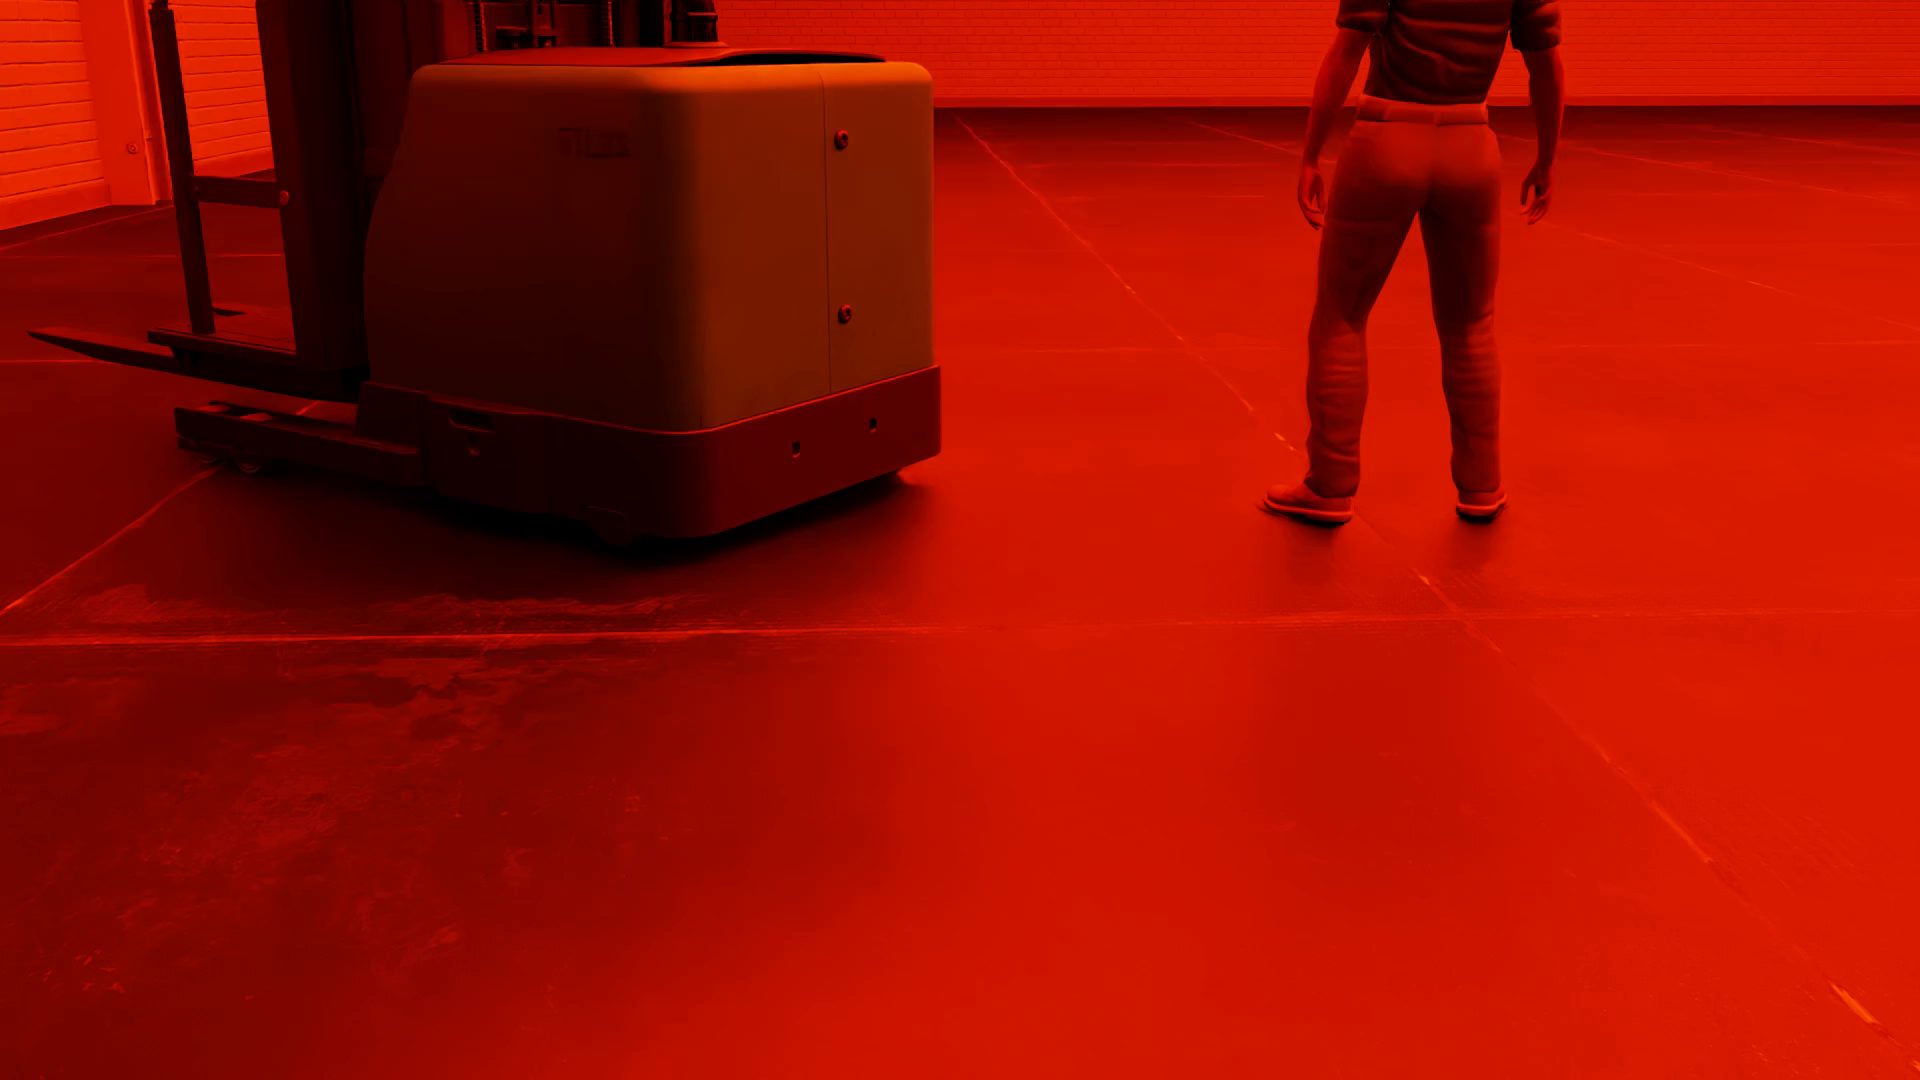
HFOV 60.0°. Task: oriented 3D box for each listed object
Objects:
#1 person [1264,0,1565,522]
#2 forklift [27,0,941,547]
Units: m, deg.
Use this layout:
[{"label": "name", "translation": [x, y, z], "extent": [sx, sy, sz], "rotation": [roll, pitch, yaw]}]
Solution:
[{"label": "person", "translation": [1.099, -0.848, 3.914], "extent": [0.650, 1.647, 0.362], "rotation": [-1, 17, -3]}, {"label": "forklift", "translation": [-1.562, -1.696, 4.453], "extent": [3.031, 2.935, 1.130], "rotation": [11, 20, 32]}]
